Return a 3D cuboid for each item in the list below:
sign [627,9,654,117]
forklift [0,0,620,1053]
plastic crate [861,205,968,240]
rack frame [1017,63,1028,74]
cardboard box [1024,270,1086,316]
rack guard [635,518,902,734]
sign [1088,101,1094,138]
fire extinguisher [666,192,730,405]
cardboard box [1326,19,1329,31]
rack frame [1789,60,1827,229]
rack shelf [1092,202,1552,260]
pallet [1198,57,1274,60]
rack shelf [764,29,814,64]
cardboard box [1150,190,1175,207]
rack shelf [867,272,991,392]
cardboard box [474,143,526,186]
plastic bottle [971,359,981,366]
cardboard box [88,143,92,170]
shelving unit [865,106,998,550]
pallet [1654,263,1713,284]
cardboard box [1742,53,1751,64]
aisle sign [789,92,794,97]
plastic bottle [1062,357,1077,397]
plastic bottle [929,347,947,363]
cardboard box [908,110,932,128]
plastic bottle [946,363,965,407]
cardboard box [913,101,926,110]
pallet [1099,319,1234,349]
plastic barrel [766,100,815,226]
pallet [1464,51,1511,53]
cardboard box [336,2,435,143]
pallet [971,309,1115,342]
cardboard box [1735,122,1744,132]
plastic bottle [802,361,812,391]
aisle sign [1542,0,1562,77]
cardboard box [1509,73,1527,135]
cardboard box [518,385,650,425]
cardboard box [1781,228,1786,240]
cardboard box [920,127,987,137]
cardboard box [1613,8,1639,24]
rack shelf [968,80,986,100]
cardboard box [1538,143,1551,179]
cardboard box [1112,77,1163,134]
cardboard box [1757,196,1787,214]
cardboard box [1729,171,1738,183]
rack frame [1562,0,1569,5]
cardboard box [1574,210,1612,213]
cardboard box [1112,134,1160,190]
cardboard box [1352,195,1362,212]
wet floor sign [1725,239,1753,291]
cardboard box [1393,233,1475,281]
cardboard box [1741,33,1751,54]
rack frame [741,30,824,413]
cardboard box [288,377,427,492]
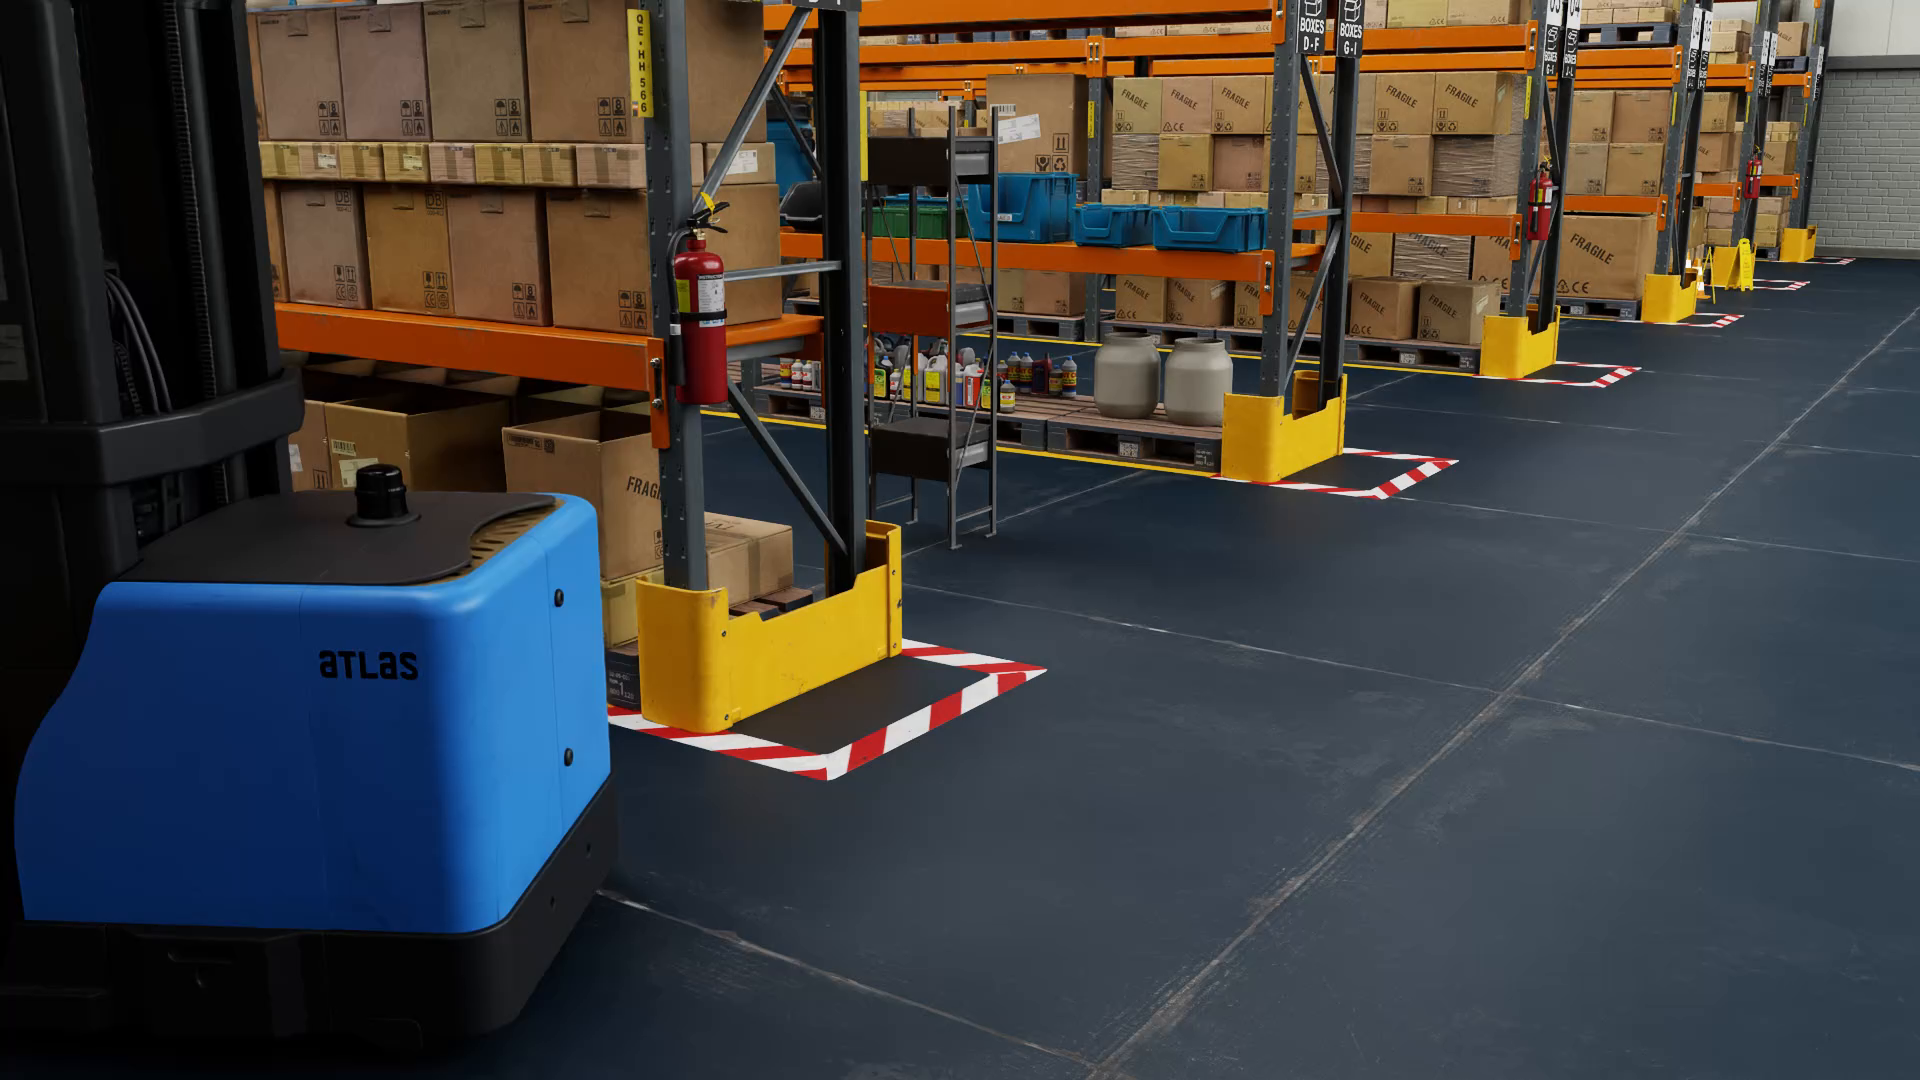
[{"bbox_3d":[-1.006,-1.504,5.252,0.005,0.325,0.100,9,17,33],"label":"sign"},{"bbox_3d":[-2.471,-0.415,3.900,3.031,2.935,1.130,1,14,4],"label":"forklift"},{"bbox_3d":[-0.274,-2.115,11.067,0.662,0.188,0.450,9,17,33],"label":"plastic crate"},{"bbox_3d":[1.054,-4.956,22.101,0.127,3.000,1.000,9,17,33],"label":"rack frame"},{"bbox_3d":[1.024,-2.531,16.591,0.500,0.500,0.700,8,16,29],"label":"cardboard box"},{"bbox_3d":[-0.672,0.284,6.137,0.348,0.500,1.175,9,17,33],"label":"rack guard"},{"bbox_3d":[1.214,-3.895,15.405,0.005,0.325,0.100,9,17,33],"label":"sign"},{"bbox_3d":[-0.853,-0.787,5.420,0.183,0.674,0.296,9,17,33],"label":"fire extinguisher"},{"bbox_3d":[3.042,-4.508,14.361,0.500,0.250,0.500,9,16,32],"label":"cardboard box"},{"bbox_3d":[13.138,-5.874,25.808,0.127,3.000,1.000,9,17,33],"label":"rack frame"},{"bbox_3d":[3.181,-2.827,14.996,4.000,0.370,1.077,9,17,33],"label":"rack shelf"},{"bbox_3d":[3.585,-5.896,20.053,1.217,0.209,0.805,8,16,31],"label":"pallet"},{"bbox_3d":[-2.903,-3.831,12.813,4.000,0.370,1.077,9,17,33],"label":"rack shelf"},{"bbox_3d":[1.955,-3.169,15.406,0.250,0.149,0.380,9,17,33],"label":"cardboard box"},{"bbox_3d":[-0.137,-1.028,8.164,0.480,0.518,0.431,9,17,33],"label":"rack shelf"},{"bbox_3d":[-1.545,-1.379,6.092,0.250,0.149,0.380,9,16,32],"label":"cardboard box"},{"bbox_3d":[0.125,-1.181,11.758,0.097,0.201,0.097,0,14,0],"label":"plastic bottle"},{"bbox_3d":[-3.688,-1.724,7.489,0.250,0.149,0.380,9,17,34],"label":"cardboard box"},{"bbox_3d":[-0.137,-1.041,8.161,0.503,2.100,0.431,9,17,33],"label":"shelving unit"},{"bbox_3d":[9.653,-3.656,22.653,1.213,0.211,1.003,9,17,33],"label":"pallet"},{"bbox_3d":[10.277,-6.327,21.919,0.250,0.149,0.380,9,17,33],"label":"cardboard box"},{"bbox_3d":[-3.127,-8.243,29.969,0.004,0.787,0.394,9,17,33],"label":"aisle sign"},{"bbox_3d":[0.745,-1.114,11.345,0.097,0.271,0.097,0,14,0],"label":"plastic bottle"},{"bbox_3d":[-0.157,-1.230,11.785,0.133,0.283,0.061,9,17,33],"label":"plastic bottle"},{"bbox_3d":[-0.549,-7.105,28.492,0.500,0.500,0.500,9,16,32],"label":"cardboard box"},{"bbox_3d":[-0.002,-1.028,10.987,0.135,0.276,0.152,9,16,31],"label":"plastic bottle"},{"bbox_3d":[-0.599,-7.442,28.506,0.250,0.149,0.380,9,17,32],"label":"cardboard box"},{"bbox_3d":[2.098,-2.007,15.993,1.213,0.211,1.003,9,17,33],"label":"pallet"},{"bbox_3d":[-1.395,-2.812,12.397,0.708,0.901,0.600,9,17,33],"label":"plastic barrel"},{"bbox_3d":[6.054,-5.557,18.471,1.213,0.211,1.003,9,17,33],"label":"pallet"},{"bbox_3d":[-1.974,-1.820,6.526,0.500,0.500,0.700,9,17,33],"label":"cardboard box"},{"bbox_3d":[0.874,-2.195,16.749,1.213,0.211,1.003,9,17,33],"label":"pallet"},{"bbox_3d":[12.269,-6.444,25.936,0.250,0.149,0.380,10,17,34],"label":"cardboard box"},{"bbox_3d":[-1.055,-1.154,11.651,0.097,0.201,0.097,0,14,0],"label":"plastic bottle"},{"bbox_3d":[4.724,-4.101,13.239,0.004,0.787,0.394,9,17,33],"label":"aisle sign"},{"bbox_3d":[4.536,-3.714,14.176,0.500,0.500,0.500,9,17,33],"label":"cardboard box"},{"bbox_3d":[-1.429,-0.349,6.778,0.500,0.500,0.500,9,17,33],"label":"cardboard box"},{"bbox_3d":[12.840,-4.848,26.512,0.500,0.250,0.500,9,17,33],"label":"cardboard box"},{"bbox_3d":[0.031,-3.912,16.795,0.637,0.503,0.797,11,18,38],"label":"cardboard box"},{"bbox_3d":[7.018,-5.480,17.418,0.250,0.149,0.380,9,17,33],"label":"cardboard box"},{"bbox_3d":[2.073,-7.331,26.952,4.000,0.370,1.077,9,17,33],"label":"rack shelf"},{"bbox_3d":[6.496,-4.166,18.598,0.550,0.550,0.875,9,17,33],"label":"cardboard box"},{"bbox_3d":[1.753,-4.011,15.377,0.500,0.500,0.500,9,17,33],"label":"cardboard box"},{"bbox_3d":[12.582,-5.228,25.966,0.500,0.250,0.500,10,17,35],"label":"cardboard box"},{"bbox_3d":[10.205,-4.848,22.189,0.250,0.149,0.380,9,17,33],"label":"cardboard box"},{"bbox_3d":[4.840,-5.820,13.105,0.127,3.000,1.000,9,17,33],"label":"rack frame"},{"bbox_3d":[8.711,-4.310,22.781,0.500,0.500,0.500,9,16,32],"label":"cardboard box"},{"bbox_3d":[1.860,-3.564,15.652,0.500,0.500,0.875,9,17,33],"label":"cardboard box"},{"bbox_3d":[3.442,-2.947,14.509,0.250,0.149,0.380,9,17,33],"label":"cardboard box"},{"bbox_3d":[9.931,-3.502,21.126,0.267,0.644,0.232,-10,17,-35],"label":"wet floor sign"},{"bbox_3d":[5.606,-3.373,19.256,0.875,0.875,0.875,9,17,33],"label":"cardboard box"},{"bbox_3d":[10.102,-6.532,21.917,0.500,0.250,0.500,9,16,32],"label":"cardboard box"},{"bbox_3d":[-1.243,-2.456,12.004,0.127,3.000,1.000,9,17,33],"label":"rack frame"},{"bbox_3d":[-2.555,-0.377,6.892,0.500,0.500,0.500,9,17,33],"label":"cardboard box"}]
